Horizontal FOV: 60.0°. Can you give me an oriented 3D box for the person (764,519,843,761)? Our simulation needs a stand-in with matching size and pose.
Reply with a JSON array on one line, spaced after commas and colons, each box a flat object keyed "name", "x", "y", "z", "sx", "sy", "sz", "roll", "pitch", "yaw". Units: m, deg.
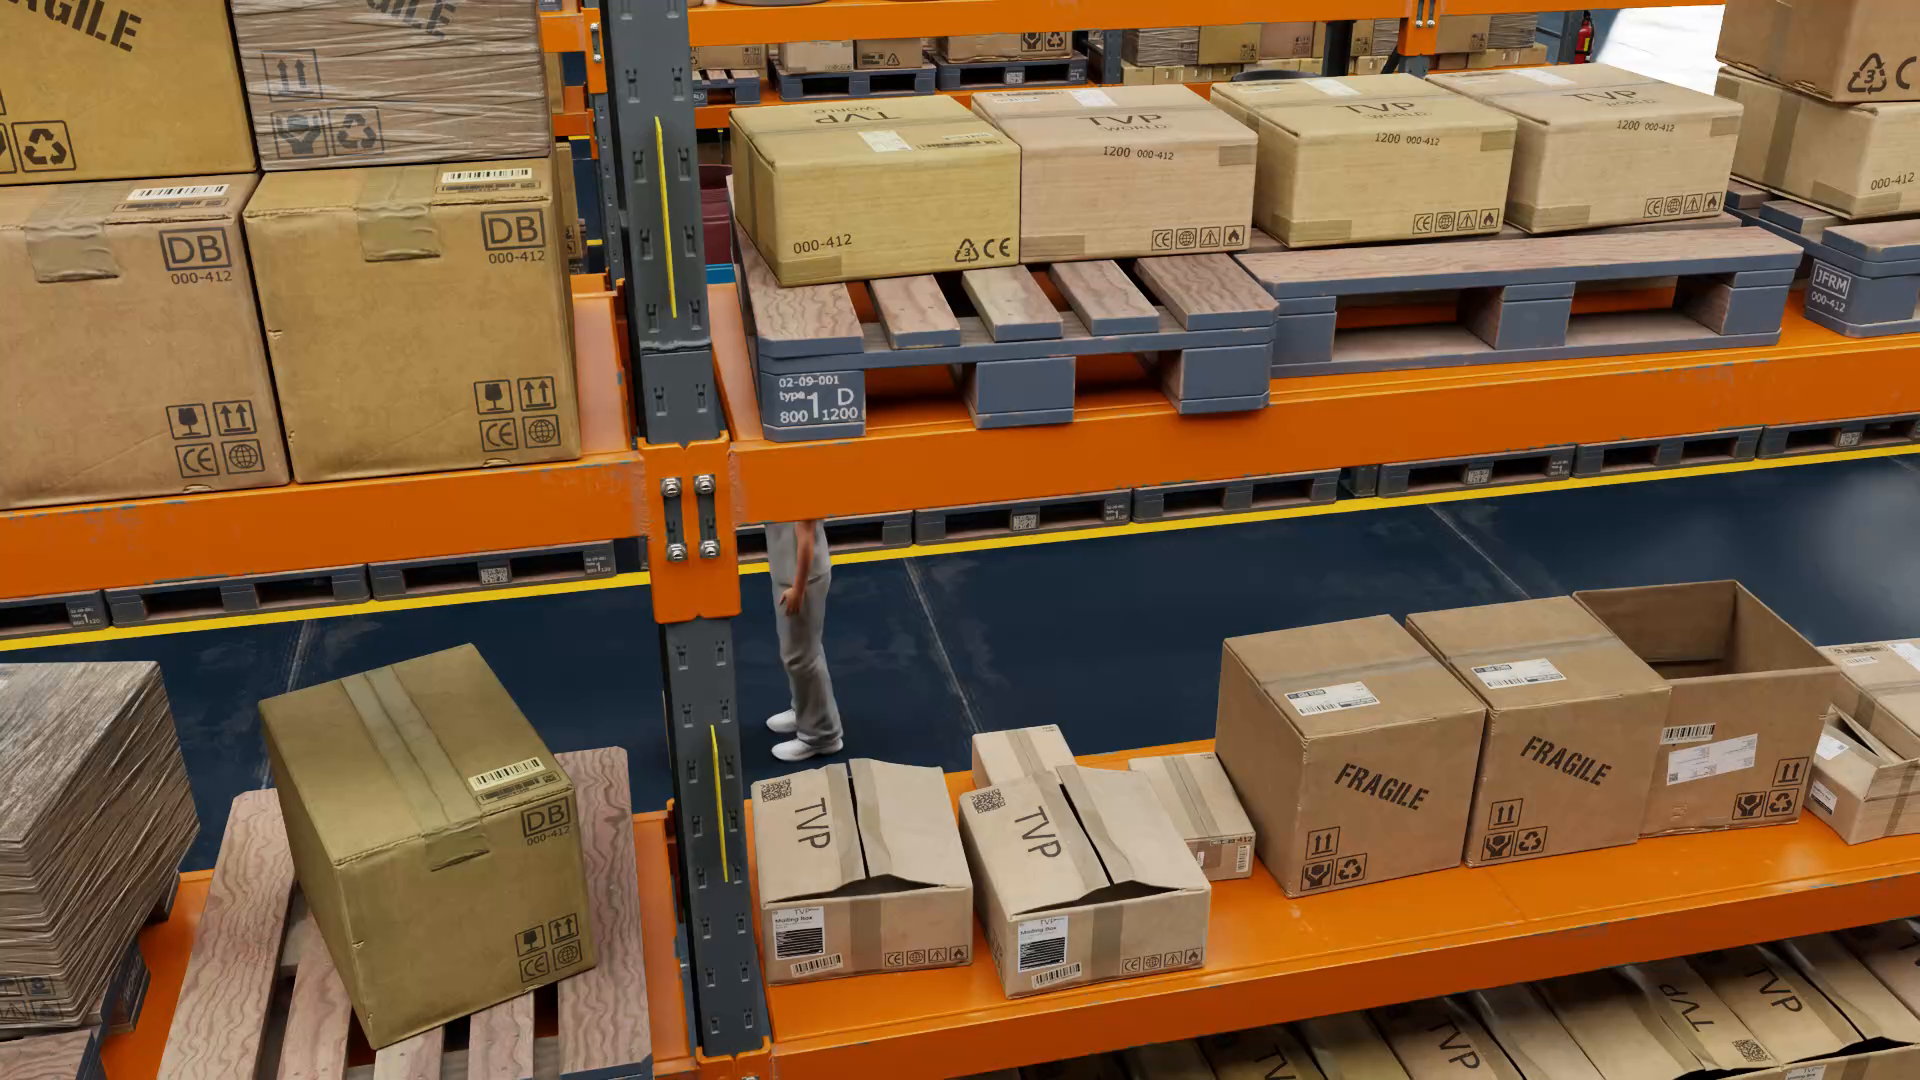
[{"name": "person", "x": -0.648, "y": 0.132, "z": 6.869, "sx": 0.362, "sy": 1.668, "sz": 0.438, "roll": -5, "pitch": 27, "yaw": -10}]
